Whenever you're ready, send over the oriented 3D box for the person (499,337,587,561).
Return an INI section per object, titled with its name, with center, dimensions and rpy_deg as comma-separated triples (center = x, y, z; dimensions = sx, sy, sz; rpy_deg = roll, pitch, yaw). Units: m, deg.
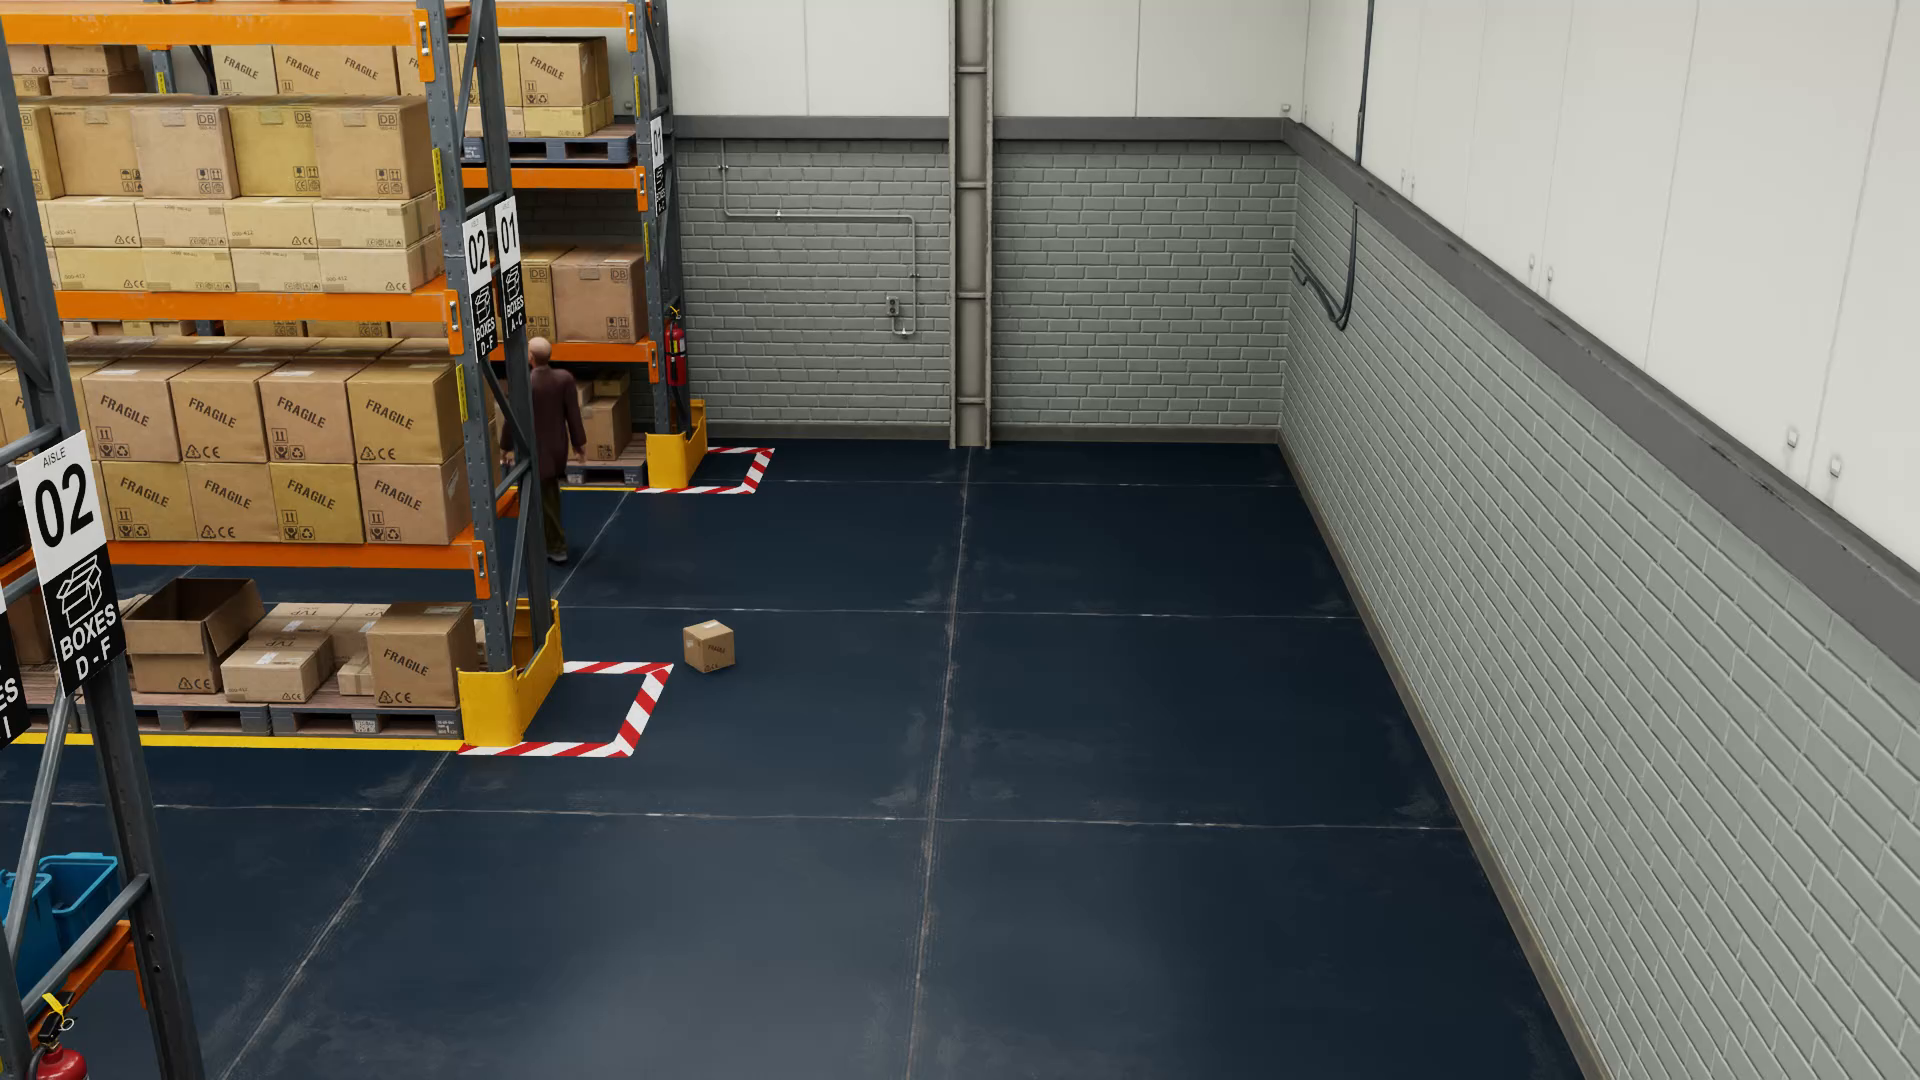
[person]
center = -3.283, -0.697, 13.025
dimensions = 0.623, 1.850, 0.656
rpy_deg = -18, 27, -40
